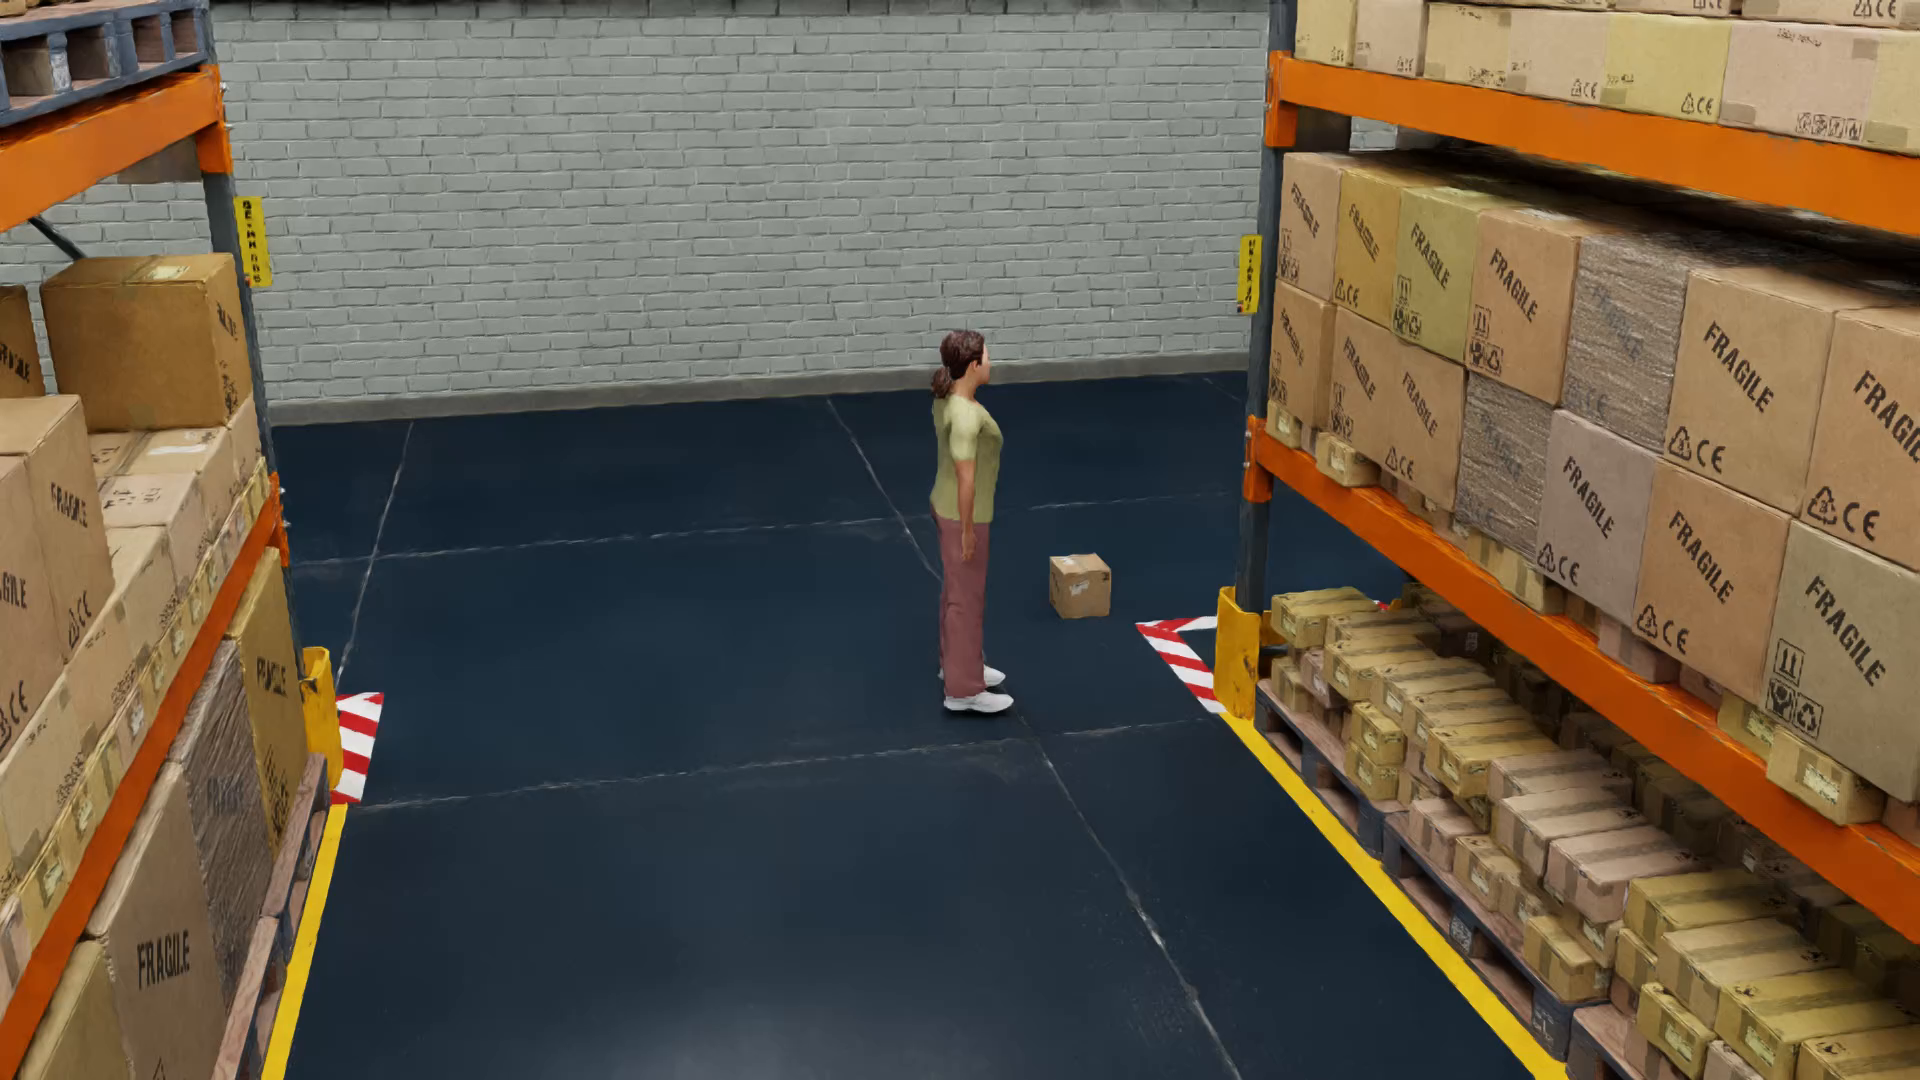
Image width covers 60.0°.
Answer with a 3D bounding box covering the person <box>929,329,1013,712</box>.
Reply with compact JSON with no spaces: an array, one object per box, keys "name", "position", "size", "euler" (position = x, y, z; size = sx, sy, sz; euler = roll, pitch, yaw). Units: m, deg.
[{"name":"person","position":[0.036,-0.097,7.279],"size":[0.372,1.679,0.490],"euler":[-4,20,-11]}]
